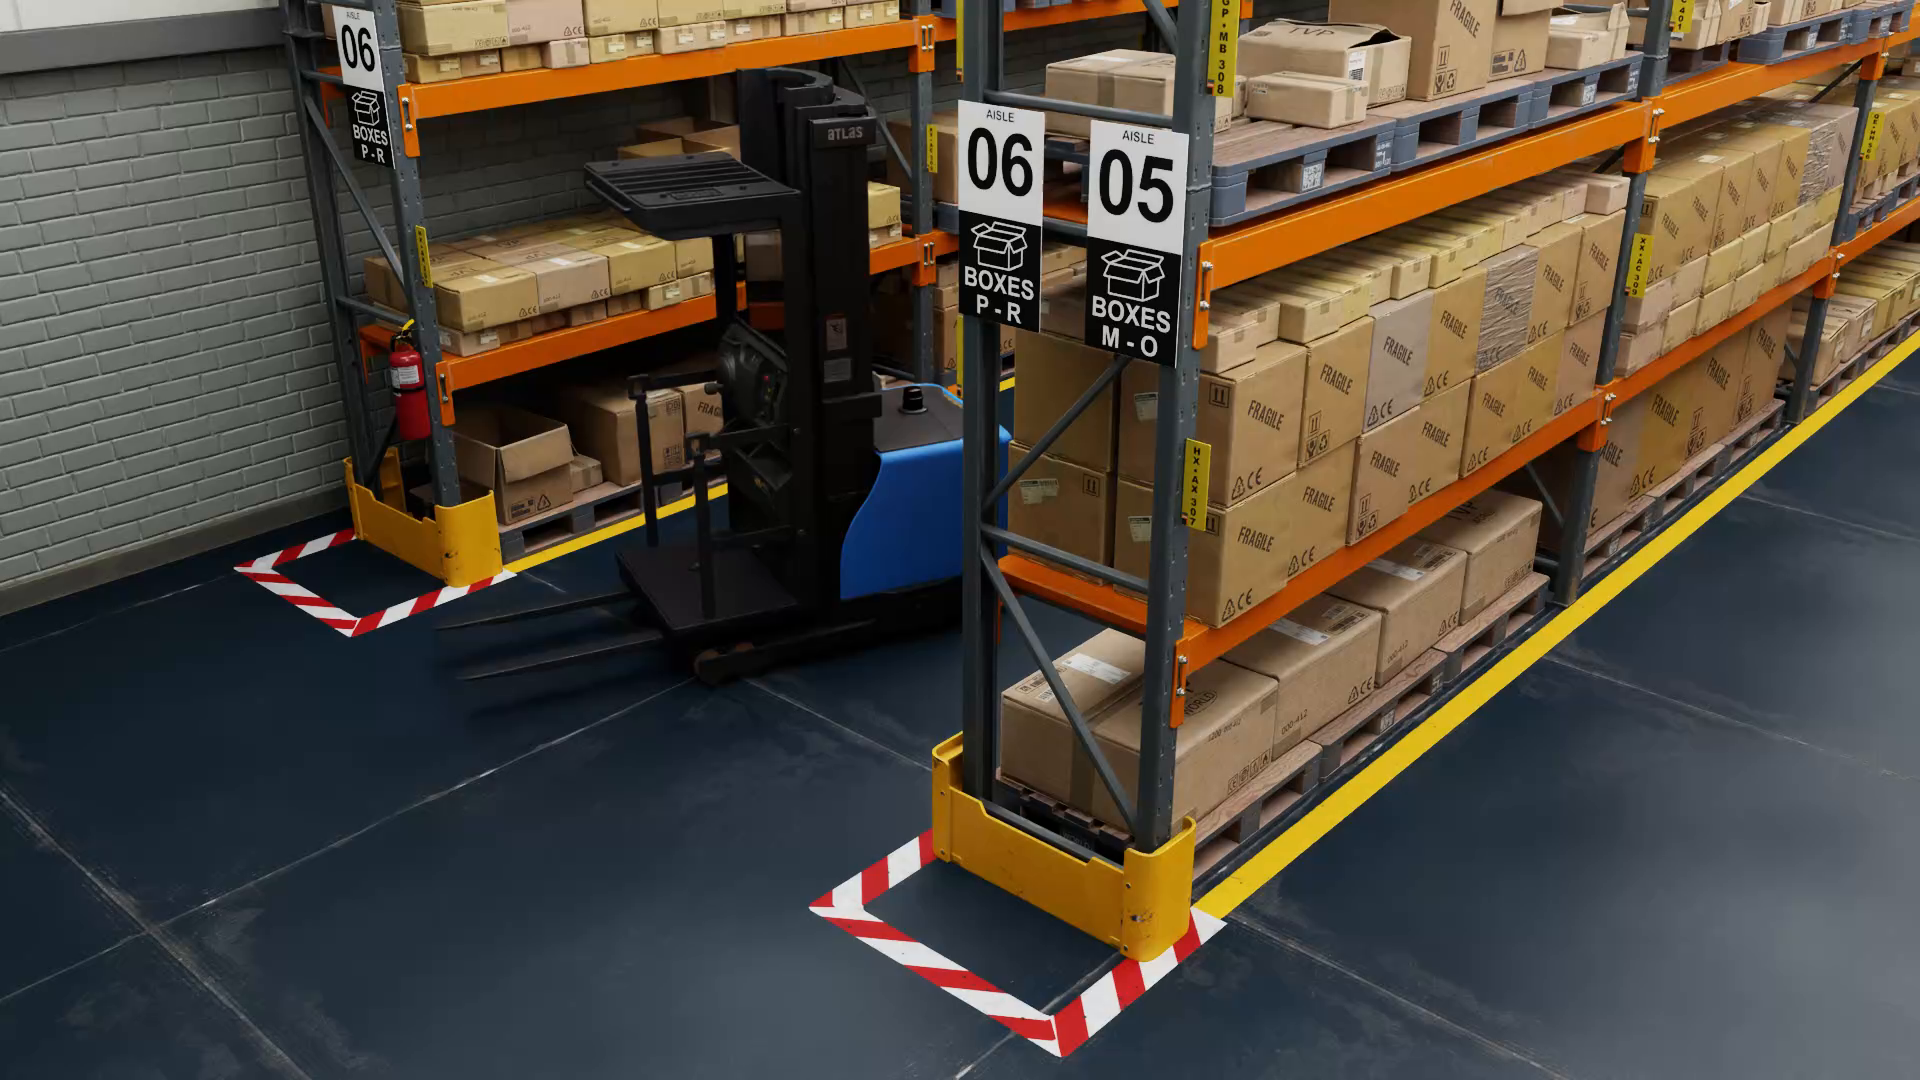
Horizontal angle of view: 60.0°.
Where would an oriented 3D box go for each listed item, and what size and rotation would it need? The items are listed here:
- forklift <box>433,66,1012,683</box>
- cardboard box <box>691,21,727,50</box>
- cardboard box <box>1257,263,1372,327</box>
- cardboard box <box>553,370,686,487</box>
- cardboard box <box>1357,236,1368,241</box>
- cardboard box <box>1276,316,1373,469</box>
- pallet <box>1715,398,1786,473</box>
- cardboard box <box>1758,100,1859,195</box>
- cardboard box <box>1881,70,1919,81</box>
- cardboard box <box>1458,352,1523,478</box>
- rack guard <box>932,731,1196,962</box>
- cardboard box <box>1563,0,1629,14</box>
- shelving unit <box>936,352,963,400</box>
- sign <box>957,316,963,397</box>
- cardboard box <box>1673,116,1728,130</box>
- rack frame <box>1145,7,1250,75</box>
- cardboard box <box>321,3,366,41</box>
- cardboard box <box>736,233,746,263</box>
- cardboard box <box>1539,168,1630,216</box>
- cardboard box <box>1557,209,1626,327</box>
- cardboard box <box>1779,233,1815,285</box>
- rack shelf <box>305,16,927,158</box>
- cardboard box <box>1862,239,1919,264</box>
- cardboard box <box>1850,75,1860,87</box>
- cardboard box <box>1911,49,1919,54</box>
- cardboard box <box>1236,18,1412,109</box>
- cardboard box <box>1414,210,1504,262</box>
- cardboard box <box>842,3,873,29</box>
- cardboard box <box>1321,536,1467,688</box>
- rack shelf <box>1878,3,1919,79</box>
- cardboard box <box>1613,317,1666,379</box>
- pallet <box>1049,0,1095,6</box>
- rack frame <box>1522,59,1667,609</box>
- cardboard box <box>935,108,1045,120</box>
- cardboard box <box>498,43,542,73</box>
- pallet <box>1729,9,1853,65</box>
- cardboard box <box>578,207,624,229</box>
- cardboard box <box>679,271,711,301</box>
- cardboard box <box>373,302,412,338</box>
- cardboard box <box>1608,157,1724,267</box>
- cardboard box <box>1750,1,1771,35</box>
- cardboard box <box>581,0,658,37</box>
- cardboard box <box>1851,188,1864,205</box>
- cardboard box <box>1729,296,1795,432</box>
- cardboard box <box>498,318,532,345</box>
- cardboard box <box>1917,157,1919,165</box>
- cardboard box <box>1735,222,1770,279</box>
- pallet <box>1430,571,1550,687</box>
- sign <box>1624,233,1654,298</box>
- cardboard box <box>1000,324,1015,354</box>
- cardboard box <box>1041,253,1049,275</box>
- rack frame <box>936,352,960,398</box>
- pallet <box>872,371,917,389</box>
[{"bbox_3d":[-1.259,-0.843,8.548,3.031,2.935,1.130,-11,27,-24],"label":"forklift"},{"bbox_3d":[-1.633,-3.075,10.082,0.380,0.149,0.250,21,32,39],"label":"cardboard box"},{"bbox_3d":[1.407,-0.978,6.627,0.380,0.149,0.250,19,30,36],"label":"cardboard box"},{"bbox_3d":[-2.199,-0.731,10.755,0.700,0.500,0.500,22,32,40],"label":"cardboard box"},{"bbox_3d":[1.657,-1.447,7.675,0.380,0.149,0.250,20,31,38],"label":"cardboard box"},{"bbox_3d":[1.293,-0.645,6.677,0.500,0.500,0.500,19,30,36],"label":"cardboard box"},{"bbox_3d":[5.178,-0.860,11.911,1.003,0.211,1.213,20,31,38],"label":"pallet"},{"bbox_3d":[5.610,-2.625,11.095,0.500,0.500,0.500,19,30,36],"label":"cardboard box"},{"bbox_3d":[7.614,-3.434,13.243,0.500,0.500,0.500,21,32,39],"label":"cardboard box"},{"bbox_3d":[2.308,-0.653,7.918,0.500,0.500,0.500,20,31,37],"label":"cardboard box"},{"bbox_3d":[0.405,1.233,6.889,1.175,0.500,0.348,20,31,38],"label":"rack guard"},{"bbox_3d":[3.523,-2.979,9.158,0.500,0.311,0.500,20,31,38],"label":"cardboard box"},{"bbox_3d":[0.010,-0.552,10.014,0.258,1.200,0.189,20,31,38],"label":"shelving unit"},{"bbox_3d":[0.027,-0.704,6.449,0.100,0.325,0.005,20,31,38],"label":"sign"},{"bbox_3d":[4.569,-2.464,10.734,0.500,0.500,0.500,21,32,39],"label":"cardboard box"},{"bbox_3d":[2.062,-3.707,14.851,1.000,3.000,0.127,20,31,38],"label":"rack frame"},{"bbox_3d":[-3.183,-2.915,9.239,0.500,0.250,0.500,19,31,37],"label":"cardboard box"},{"bbox_3d":[-1.432,-2.029,10.928,0.500,0.250,0.500,20,31,37],"label":"cardboard box"},{"bbox_3d":[3.122,-1.751,8.352,0.380,0.149,0.250,19,31,37],"label":"cardboard box"},{"bbox_3d":[2.982,-1.416,8.399,0.500,0.500,0.500,20,31,37],"label":"cardboard box"},{"bbox_3d":[5.287,-1.899,11.003,0.500,0.250,0.500,21,31,38],"label":"cardboard box"},{"bbox_3d":[-1.943,-2.919,10.307,1.077,0.370,4.000,20,31,38],"label":"rack shelf"},{"bbox_3d":[8.082,-2.403,14.642,0.950,0.372,0.625,21,31,38],"label":"cardboard box"},{"bbox_3d":[6.895,-3.421,13.213,0.500,0.500,0.500,19,30,35],"label":"cardboard box"},{"bbox_3d":[7.840,-3.824,13.321,0.380,0.149,0.250,19,30,36],"label":"cardboard box"},{"bbox_3d":[1.458,-1.923,6.679,0.500,0.311,0.500,21,31,38],"label":"cardboard box"},{"bbox_3d":[2.222,-1.379,7.521,0.380,0.149,0.250,19,31,36],"label":"cardboard box"},{"bbox_3d":[-0.794,-3.478,10.982,0.380,0.149,0.250,20,31,37],"label":"cardboard box"},{"bbox_3d":[1.995,0.279,8.581,0.875,0.438,0.875,19,30,36],"label":"cardboard box"},{"bbox_3d":[7.095,-4.002,12.723,1.077,0.370,4.000,20,31,38],"label":"rack shelf"},{"bbox_3d":[3.581,-1.127,9.281,0.500,0.250,0.500,19,31,36],"label":"cardboard box"},{"bbox_3d":[0.569,-4.267,12.664,1.213,0.211,1.003,20,31,38],"label":"pallet"},{"bbox_3d":[3.091,-1.134,9.112,1.000,3.000,0.127,20,31,38],"label":"rack frame"},{"bbox_3d":[0.227,-2.969,12.571,0.700,0.500,0.500,21,31,38],"label":"cardboard box"},{"bbox_3d":[-2.552,-2.718,9.285,0.380,0.149,0.250,20,31,38],"label":"cardboard box"},{"bbox_3d":[4.626,-3.083,10.024,1.003,0.211,1.213,22,32,40],"label":"pallet"},{"bbox_3d":[-2.140,-2.015,10.897,0.500,0.250,0.500,20,31,37],"label":"cardboard box"},{"bbox_3d":[-1.797,-1.645,10.559,0.380,0.149,0.250,21,32,39],"label":"cardboard box"},{"bbox_3d":[-3.256,-1.329,9.855,0.380,0.149,0.250,20,31,37],"label":"cardboard box"},{"bbox_3d":[3.918,-1.854,9.374,0.500,0.500,0.500,20,31,37],"label":"cardboard box"},{"bbox_3d":[4.196,-2.877,9.107,0.380,0.166,0.250,18,30,34],"label":"cardboard box"},{"bbox_3d":[-2.103,-3.079,9.604,0.500,0.250,0.500,19,30,36],"label":"cardboard box"},{"bbox_3d":[6.330,-2.555,12.075,0.380,0.149,0.250,18,30,34],"label":"cardboard box"},{"bbox_3d":[5.238,-1.387,11.760,0.875,0.875,0.875,20,31,37],"label":"cardboard box"},{"bbox_3d":[-2.719,-1.270,9.723,0.380,0.149,0.250,21,32,39],"label":"cardboard box"},{"bbox_3d":[7.601,-3.109,13.312,0.380,0.149,0.250,20,31,37],"label":"cardboard box"},{"bbox_3d":[4.614,-1.818,10.211,0.500,0.250,0.500,19,30,36],"label":"cardboard box"},{"bbox_3d":[2.525,0.349,9.214,1.003,0.211,1.213,20,31,38],"label":"pallet"},{"bbox_3d":[3.505,-1.414,8.582,0.100,0.325,0.005,20,31,38],"label":"sign"},{"bbox_3d":[0.231,-1.790,13.118,0.500,0.500,0.500,20,31,37],"label":"cardboard box"},{"bbox_3d":[0.487,-2.212,13.265,0.380,0.149,0.250,20,31,37],"label":"cardboard box"},{"bbox_3d":[-0.051,-0.524,9.952,0.240,1.200,0.006,20,31,38],"label":"rack frame"},{"bbox_3d":[-1.067,-1.007,12.237,1.003,0.211,1.213,20,31,38],"label":"pallet"}]
